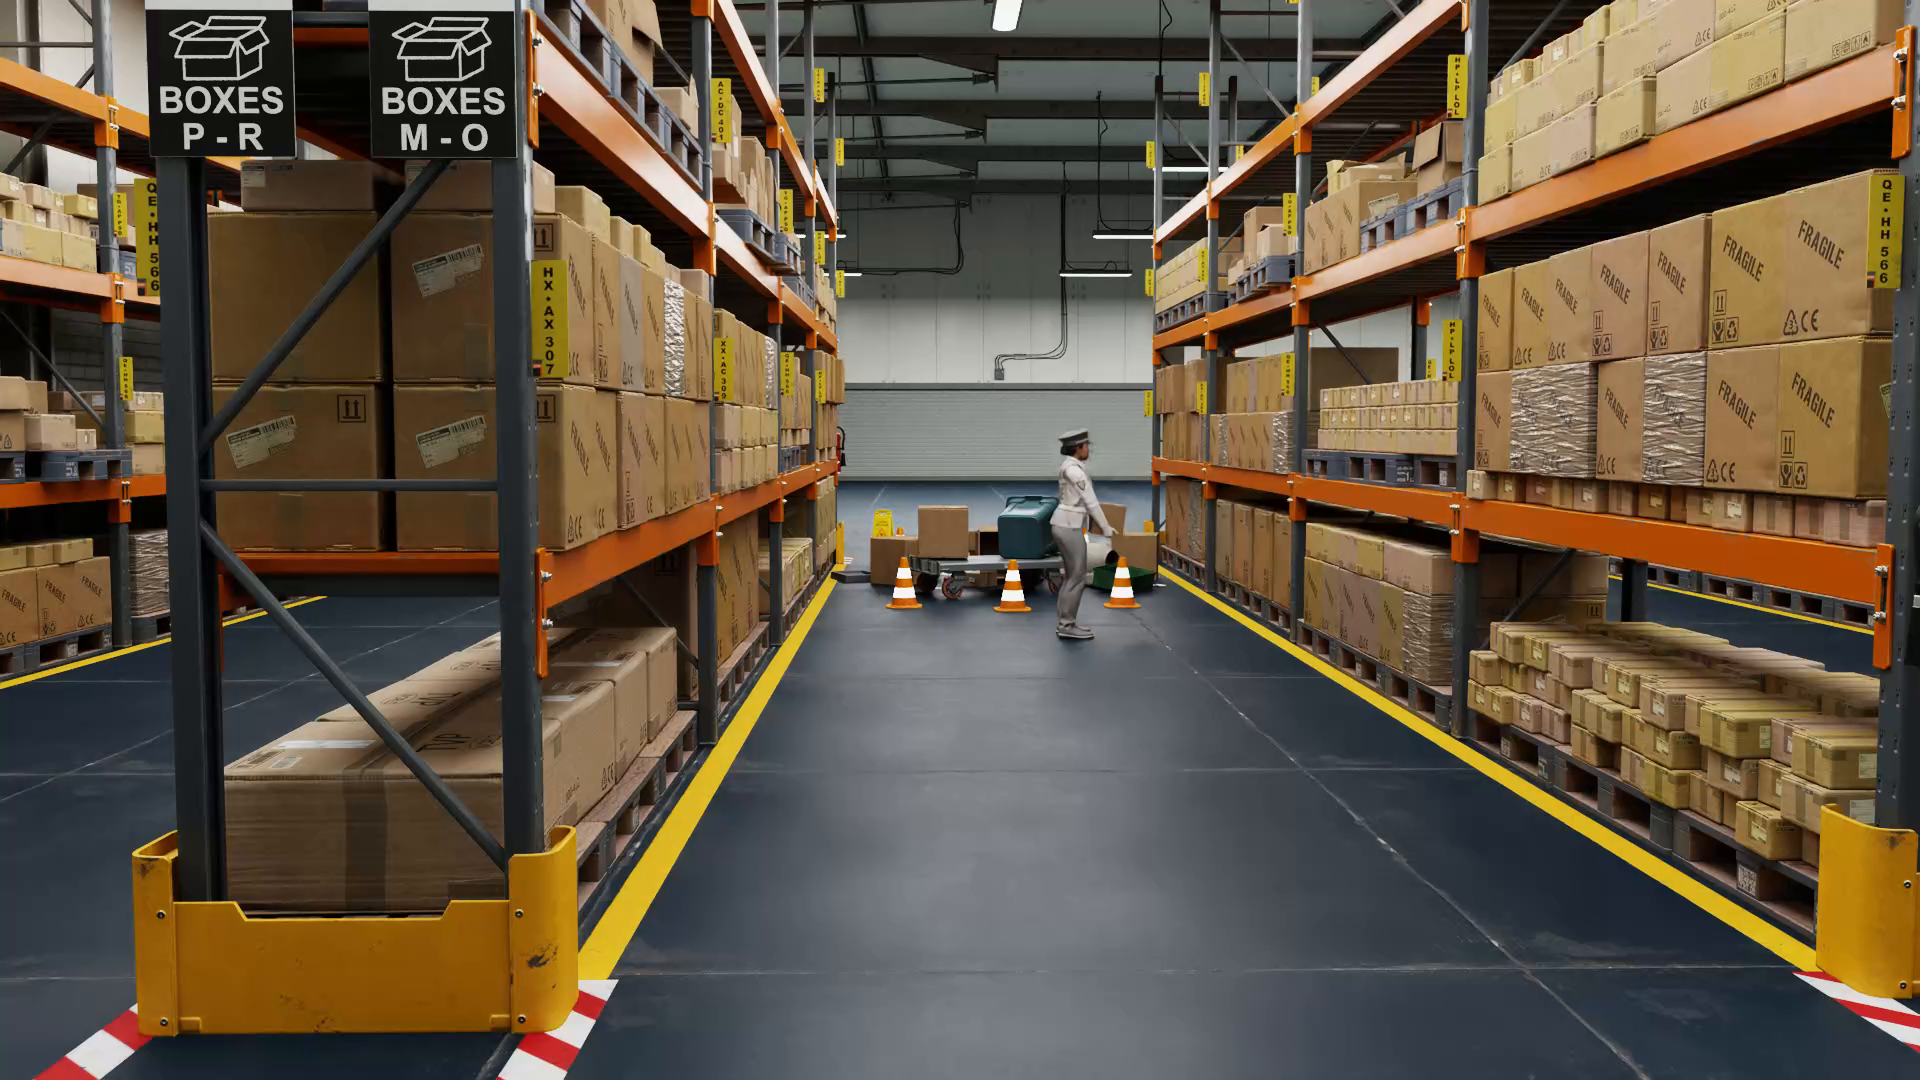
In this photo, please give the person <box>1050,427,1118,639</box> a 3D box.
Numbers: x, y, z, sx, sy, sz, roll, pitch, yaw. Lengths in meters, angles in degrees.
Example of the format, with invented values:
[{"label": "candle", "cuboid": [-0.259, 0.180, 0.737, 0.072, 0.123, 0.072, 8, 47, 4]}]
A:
[{"label": "person", "cuboid": [0.988, -0.060, 13.312, 0.520, 1.682, 0.417, 0, 4, -2]}]
